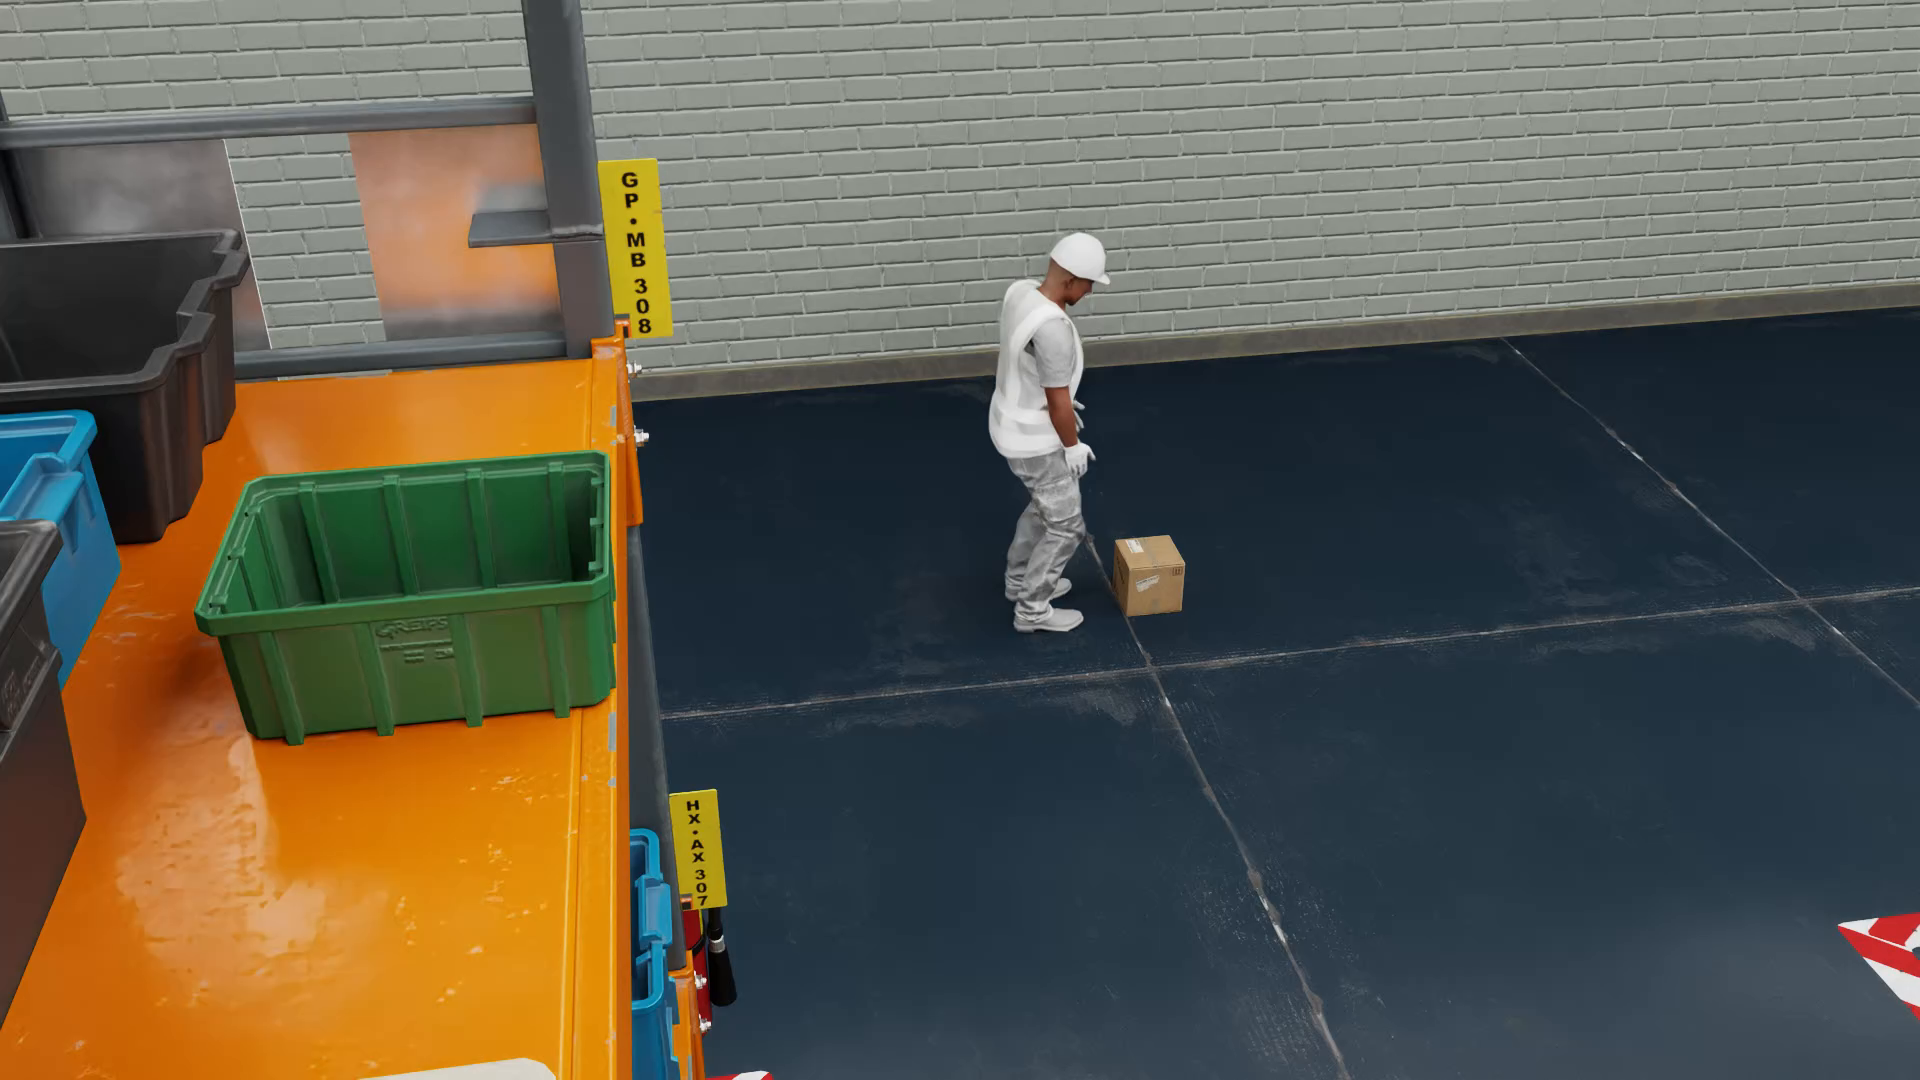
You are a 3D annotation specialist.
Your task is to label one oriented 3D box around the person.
[{"bbox_3d":[0.363,-0.449,6.941,0.477,1.721,0.576,-5,31,-8],"label":"person"}]
